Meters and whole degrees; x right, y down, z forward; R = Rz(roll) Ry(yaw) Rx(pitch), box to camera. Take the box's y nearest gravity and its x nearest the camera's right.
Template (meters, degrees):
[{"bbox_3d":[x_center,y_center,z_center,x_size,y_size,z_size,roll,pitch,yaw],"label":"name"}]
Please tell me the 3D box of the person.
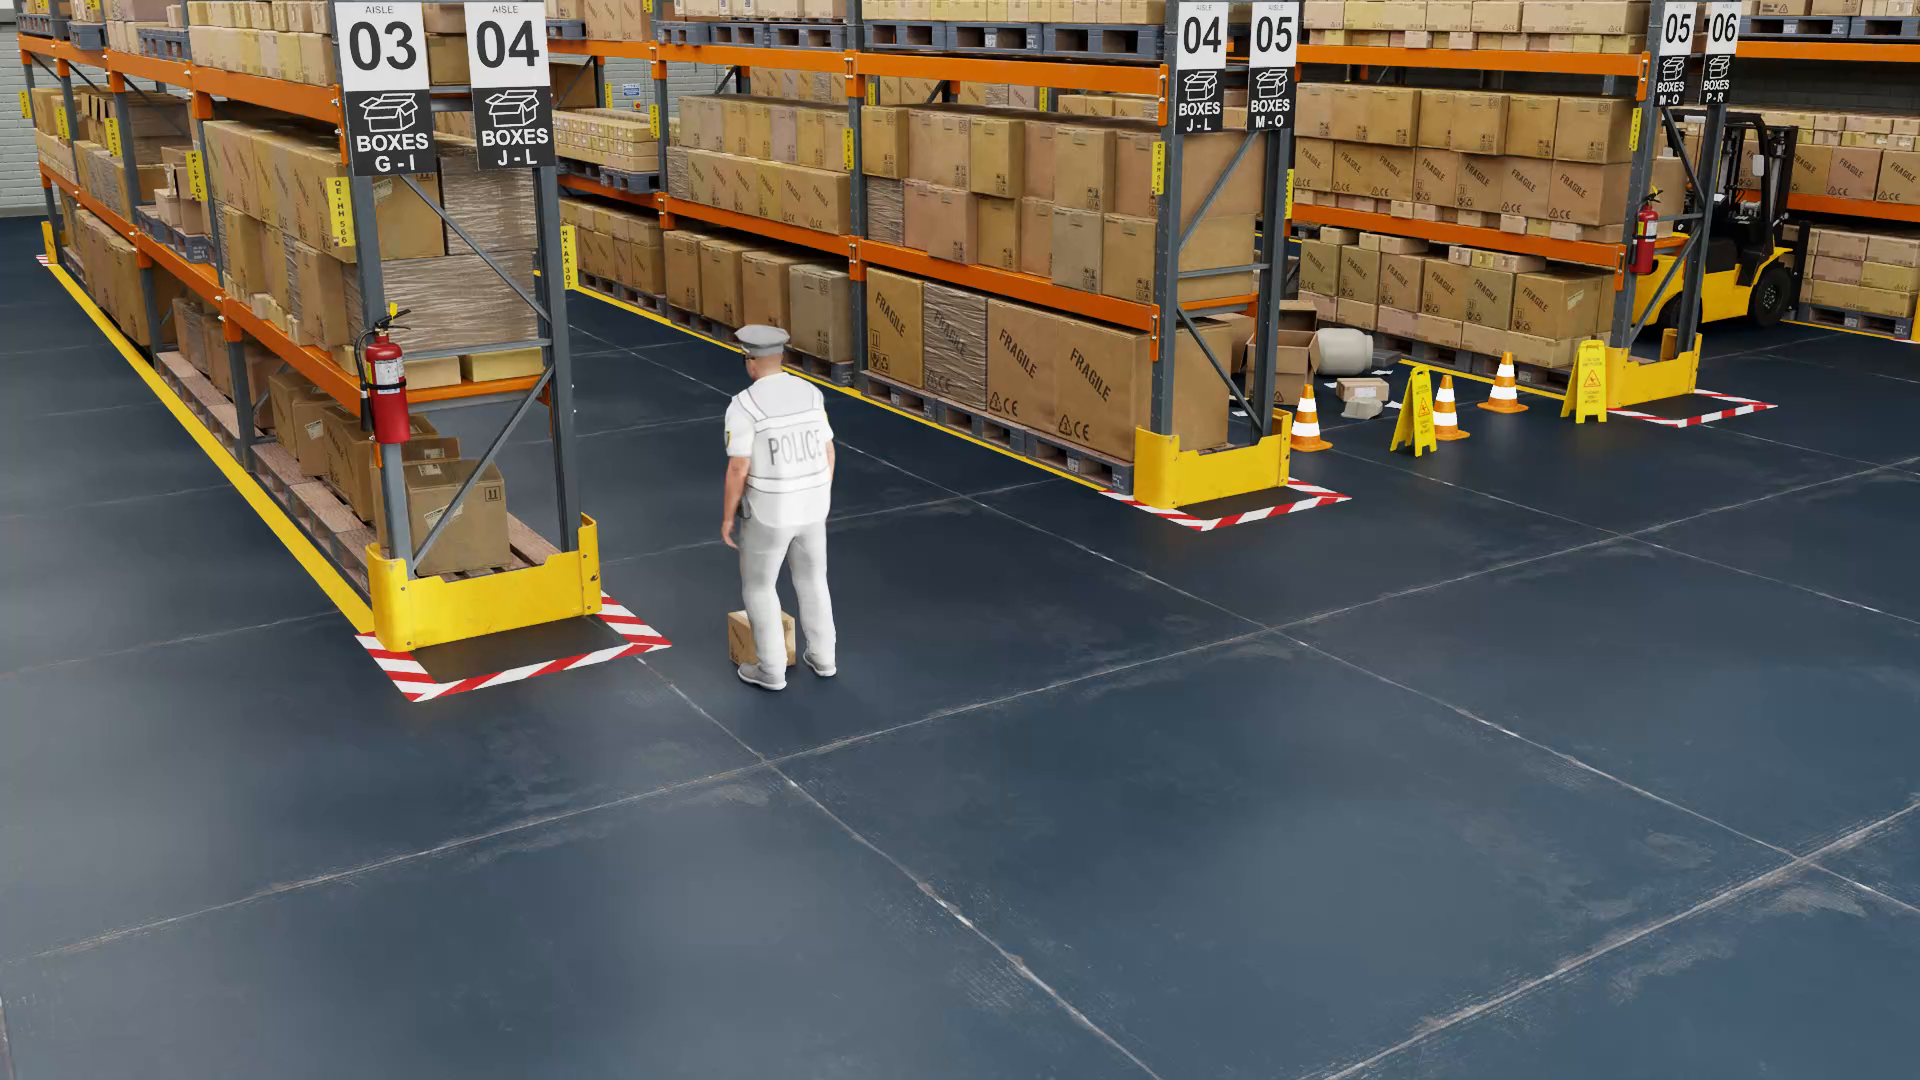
[{"bbox_3d":[-0.853,-0.143,7.978,0.605,1.751,0.428,-13,22,-34],"label":"person"}]
